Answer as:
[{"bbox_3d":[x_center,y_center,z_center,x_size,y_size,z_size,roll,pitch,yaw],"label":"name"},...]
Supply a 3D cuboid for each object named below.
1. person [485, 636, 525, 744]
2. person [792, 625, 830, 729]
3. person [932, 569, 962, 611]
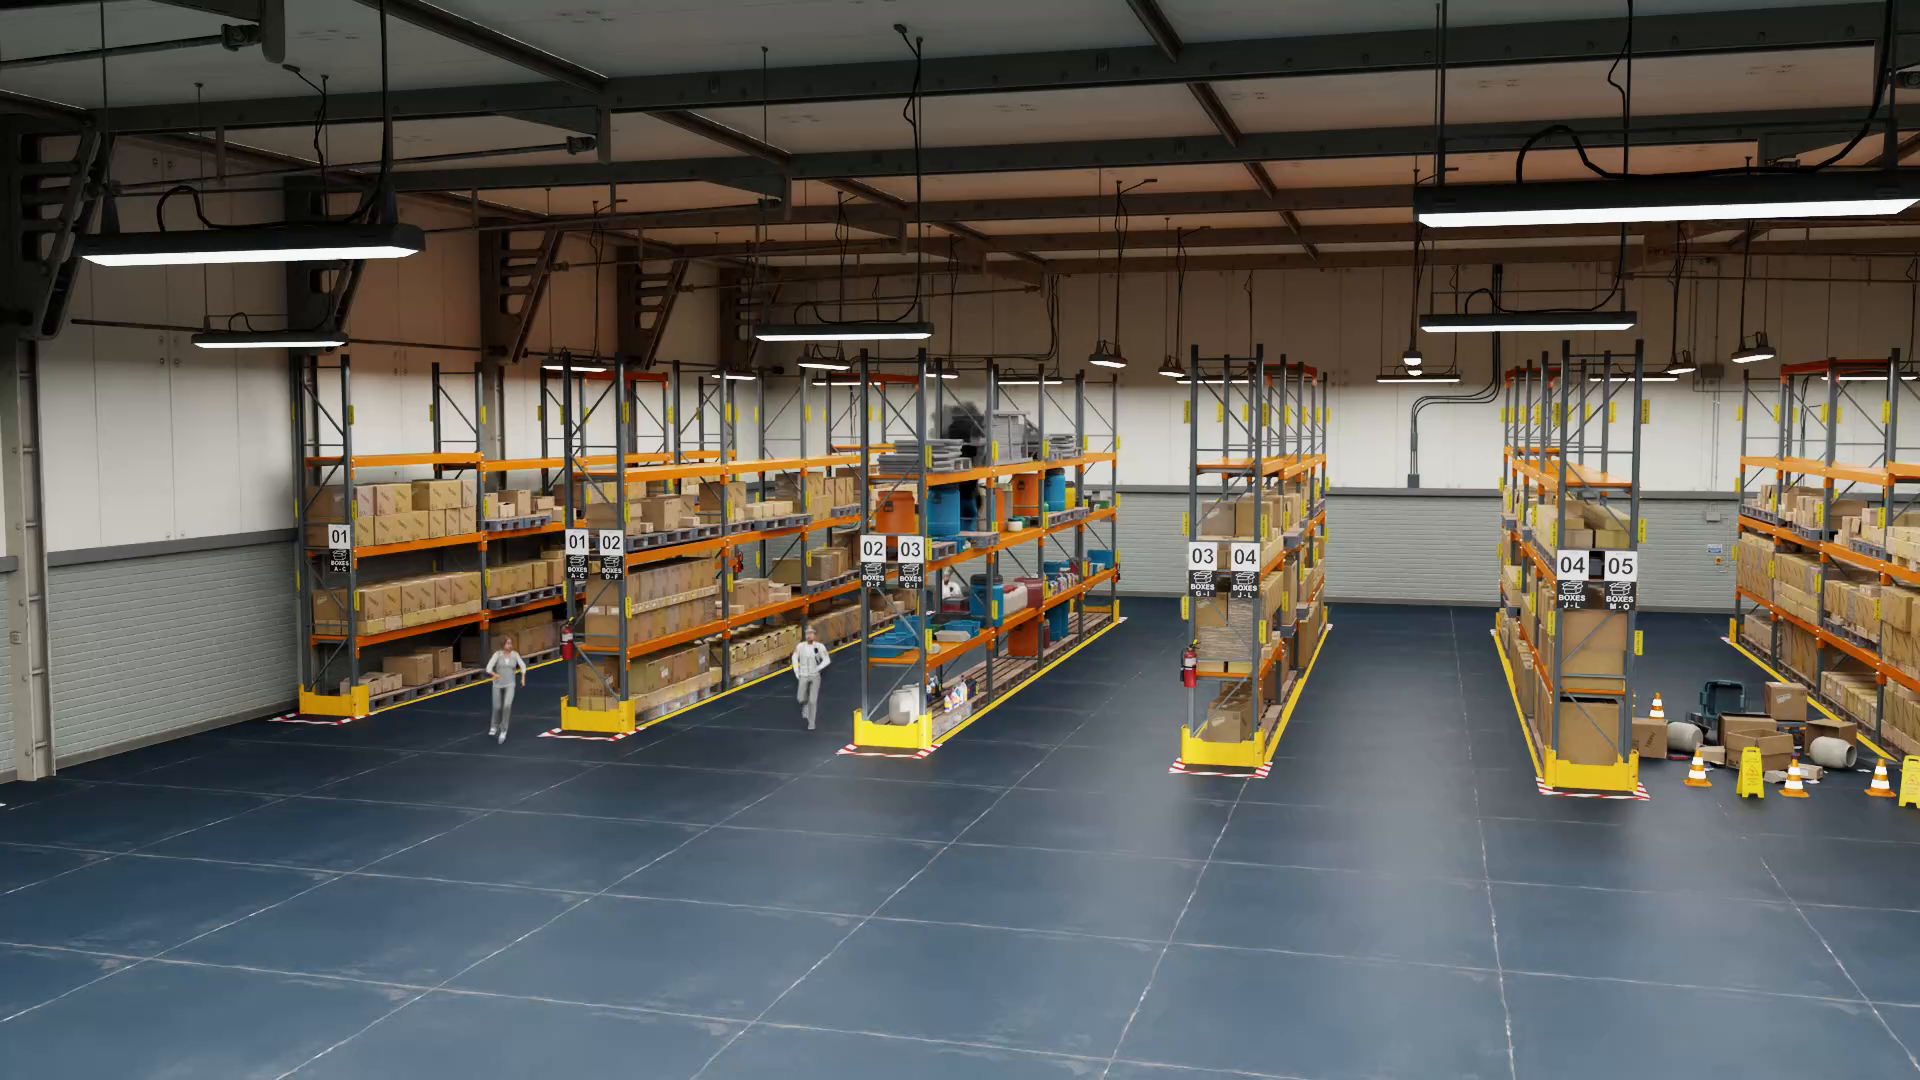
[{"bbox_3d":[-7.004,2.287,25.660,0.603,1.605,0.649,-1,4,-17],"label":"person"},{"bbox_3d":[-2.399,2.183,26.628,0.645,1.667,0.558,1,4,7],"label":"person"},{"bbox_3d":[-0.286,1.487,35.276,0.672,1.769,0.710,1,4,14],"label":"person"}]
